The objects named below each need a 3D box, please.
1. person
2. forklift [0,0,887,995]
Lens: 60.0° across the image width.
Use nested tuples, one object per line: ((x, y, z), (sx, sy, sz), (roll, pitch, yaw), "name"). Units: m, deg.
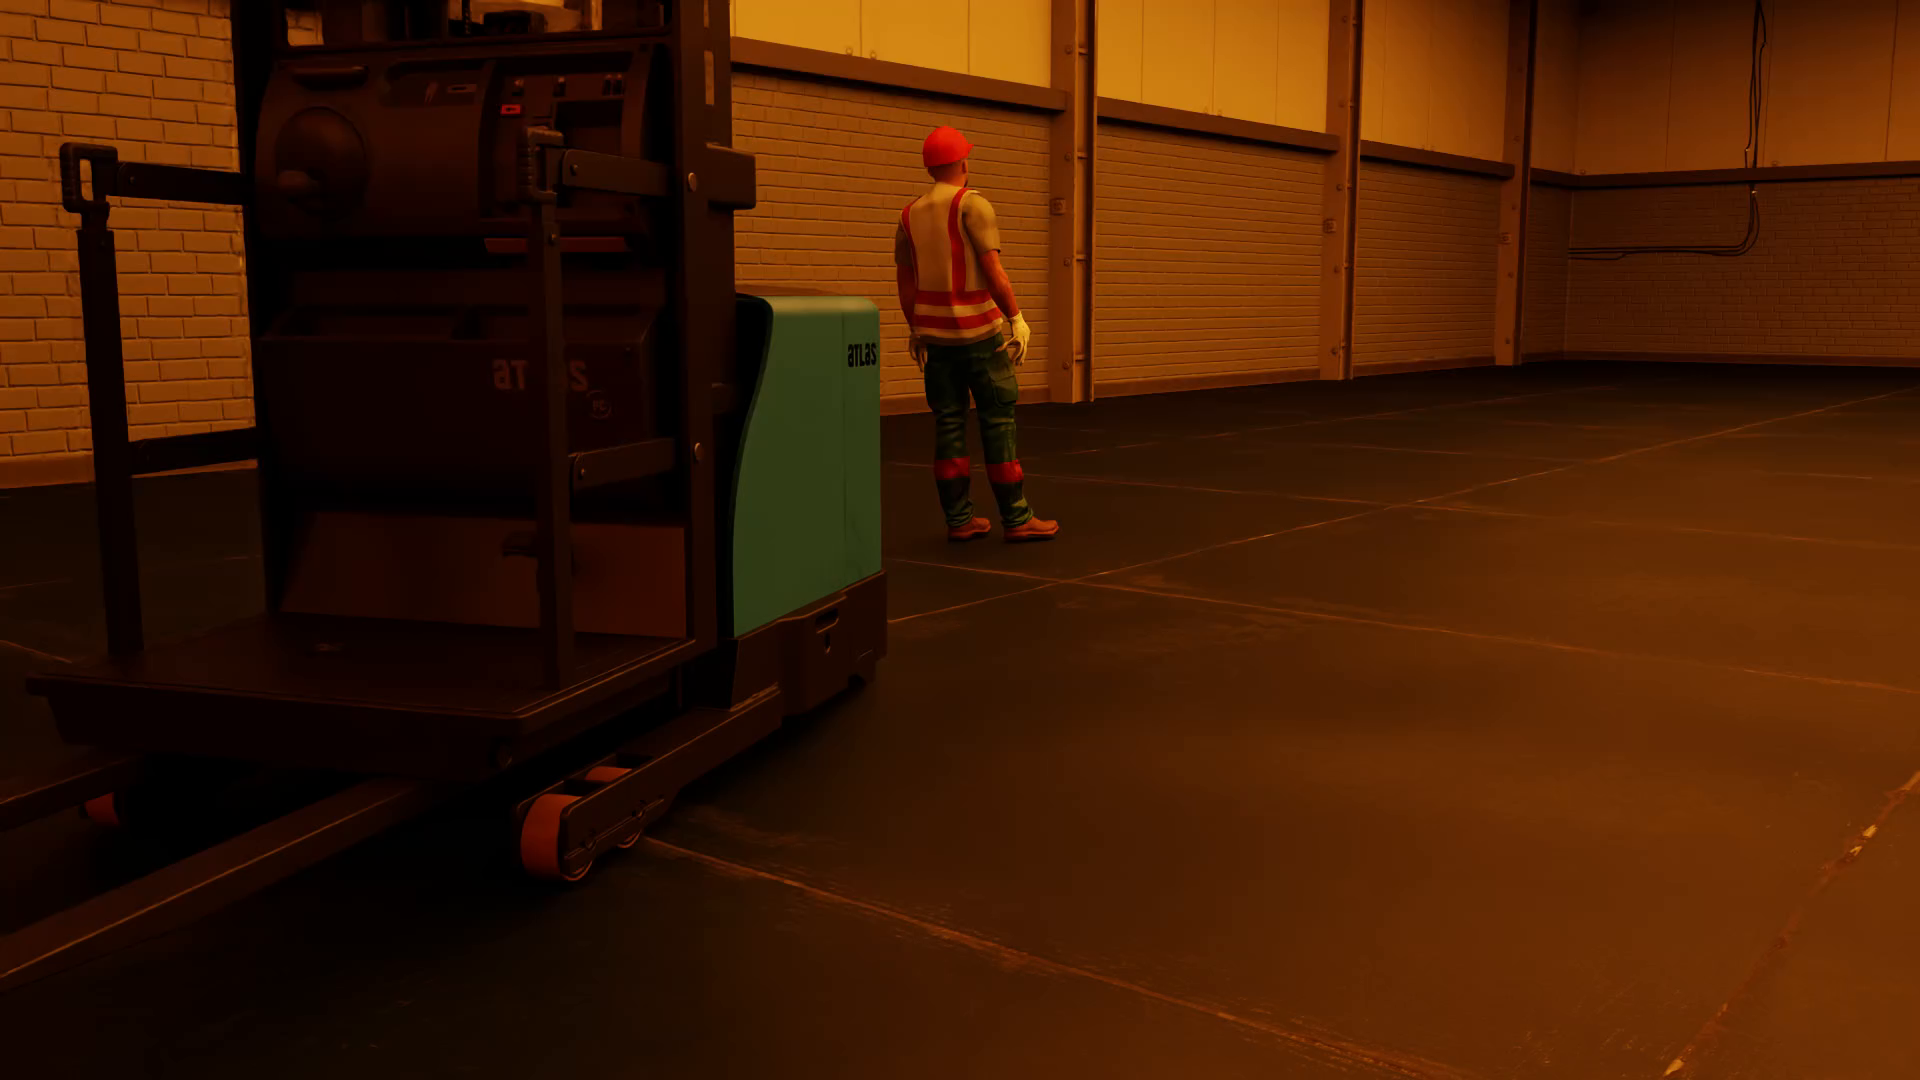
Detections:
((0.060, -0.901, 7.329), (0.637, 1.790, 0.562), (7, 11, 38), "person")
((-1.132, -0.880, 3.298), (1.130, 2.935, 3.031), (3, 9, 17), "forklift")
